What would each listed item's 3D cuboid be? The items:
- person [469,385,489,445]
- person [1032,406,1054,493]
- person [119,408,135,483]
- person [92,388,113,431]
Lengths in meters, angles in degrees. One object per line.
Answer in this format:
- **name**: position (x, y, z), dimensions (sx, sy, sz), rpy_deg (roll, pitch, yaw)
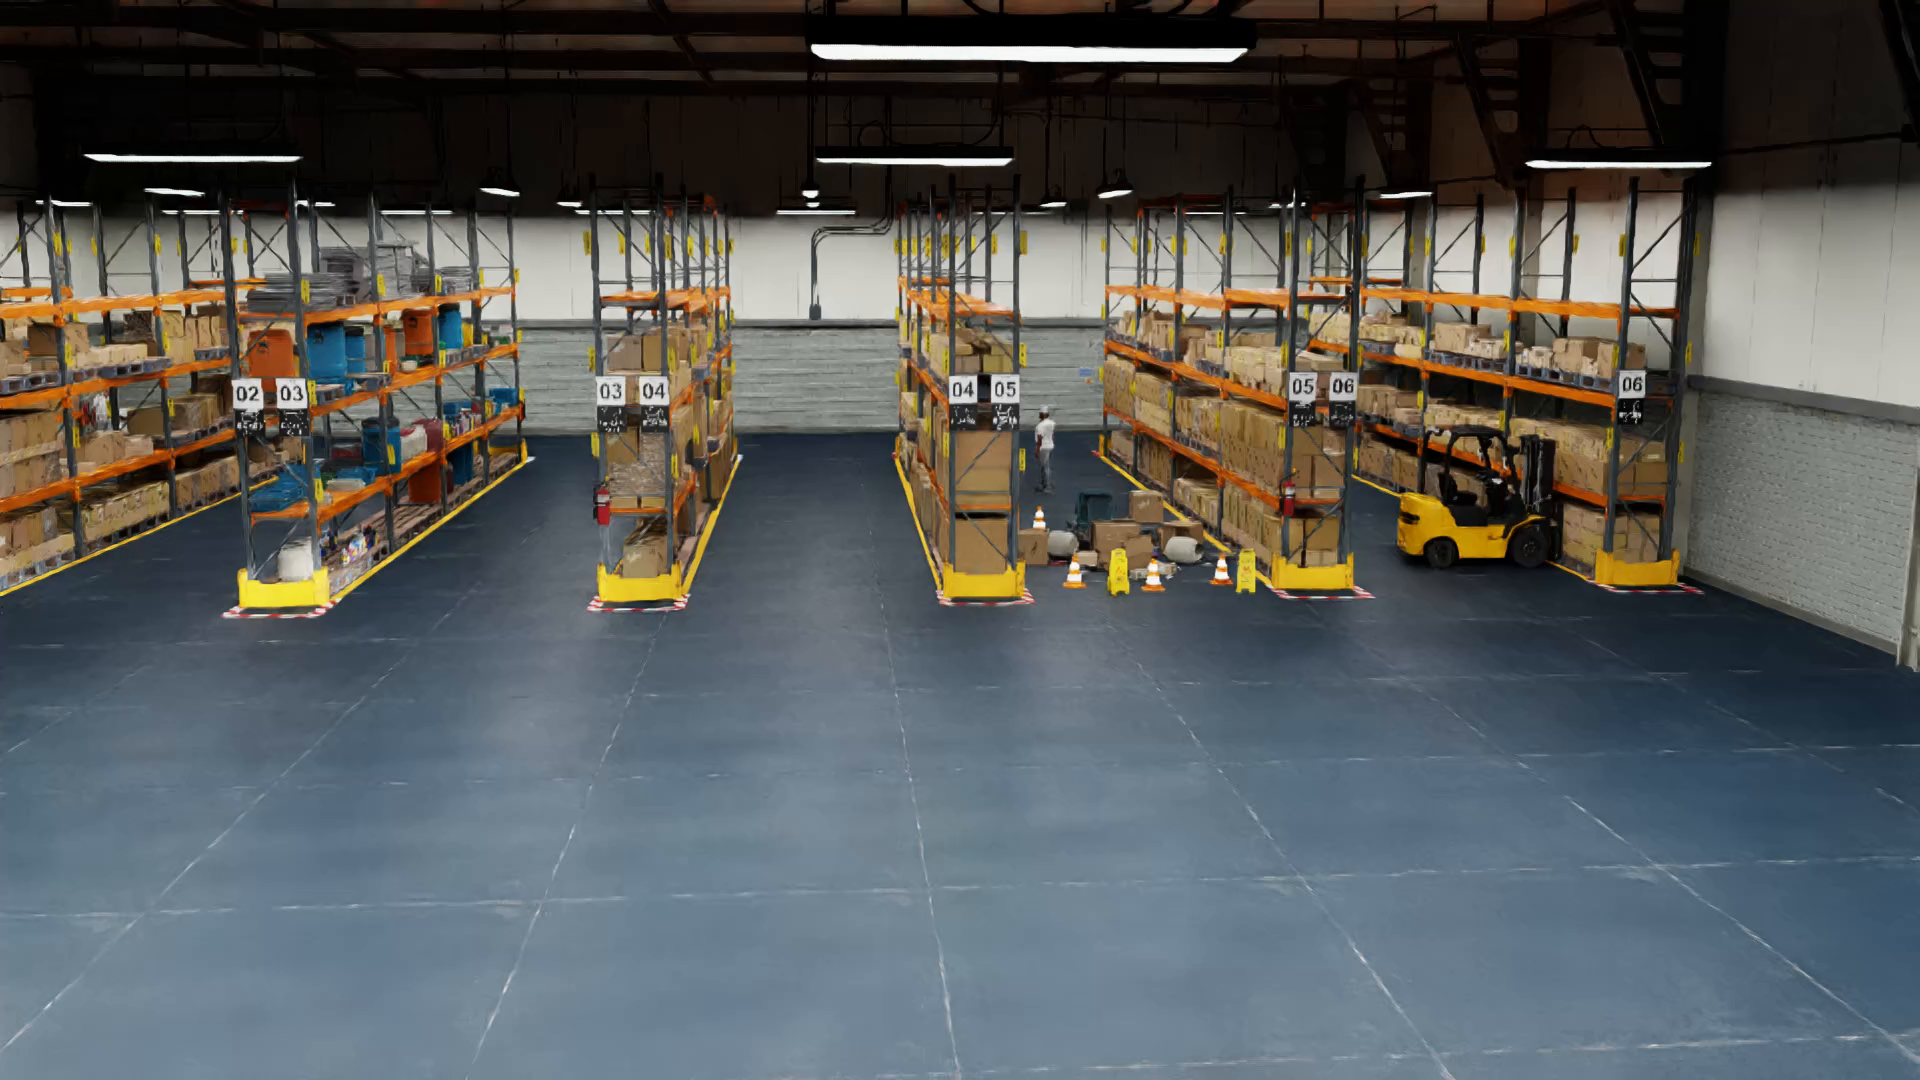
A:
- **person**: position (-11.925, -3.017, 41.009), dimensions (0.483, 1.619, 0.998), rpy_deg (1, 10, 5)
- **person**: position (1.711, -1.879, 34.193), dimensions (0.559, 1.762, 0.662), rpy_deg (4, 11, 24)
- **person**: position (-16.924, -1.795, 33.694), dimensions (0.494, 1.775, 0.578), rpy_deg (5, 11, 25)
- **person**: position (-20.588, -2.881, 40.006), dimensions (0.607, 1.750, 0.559), rpy_deg (-9, 13, -40)
